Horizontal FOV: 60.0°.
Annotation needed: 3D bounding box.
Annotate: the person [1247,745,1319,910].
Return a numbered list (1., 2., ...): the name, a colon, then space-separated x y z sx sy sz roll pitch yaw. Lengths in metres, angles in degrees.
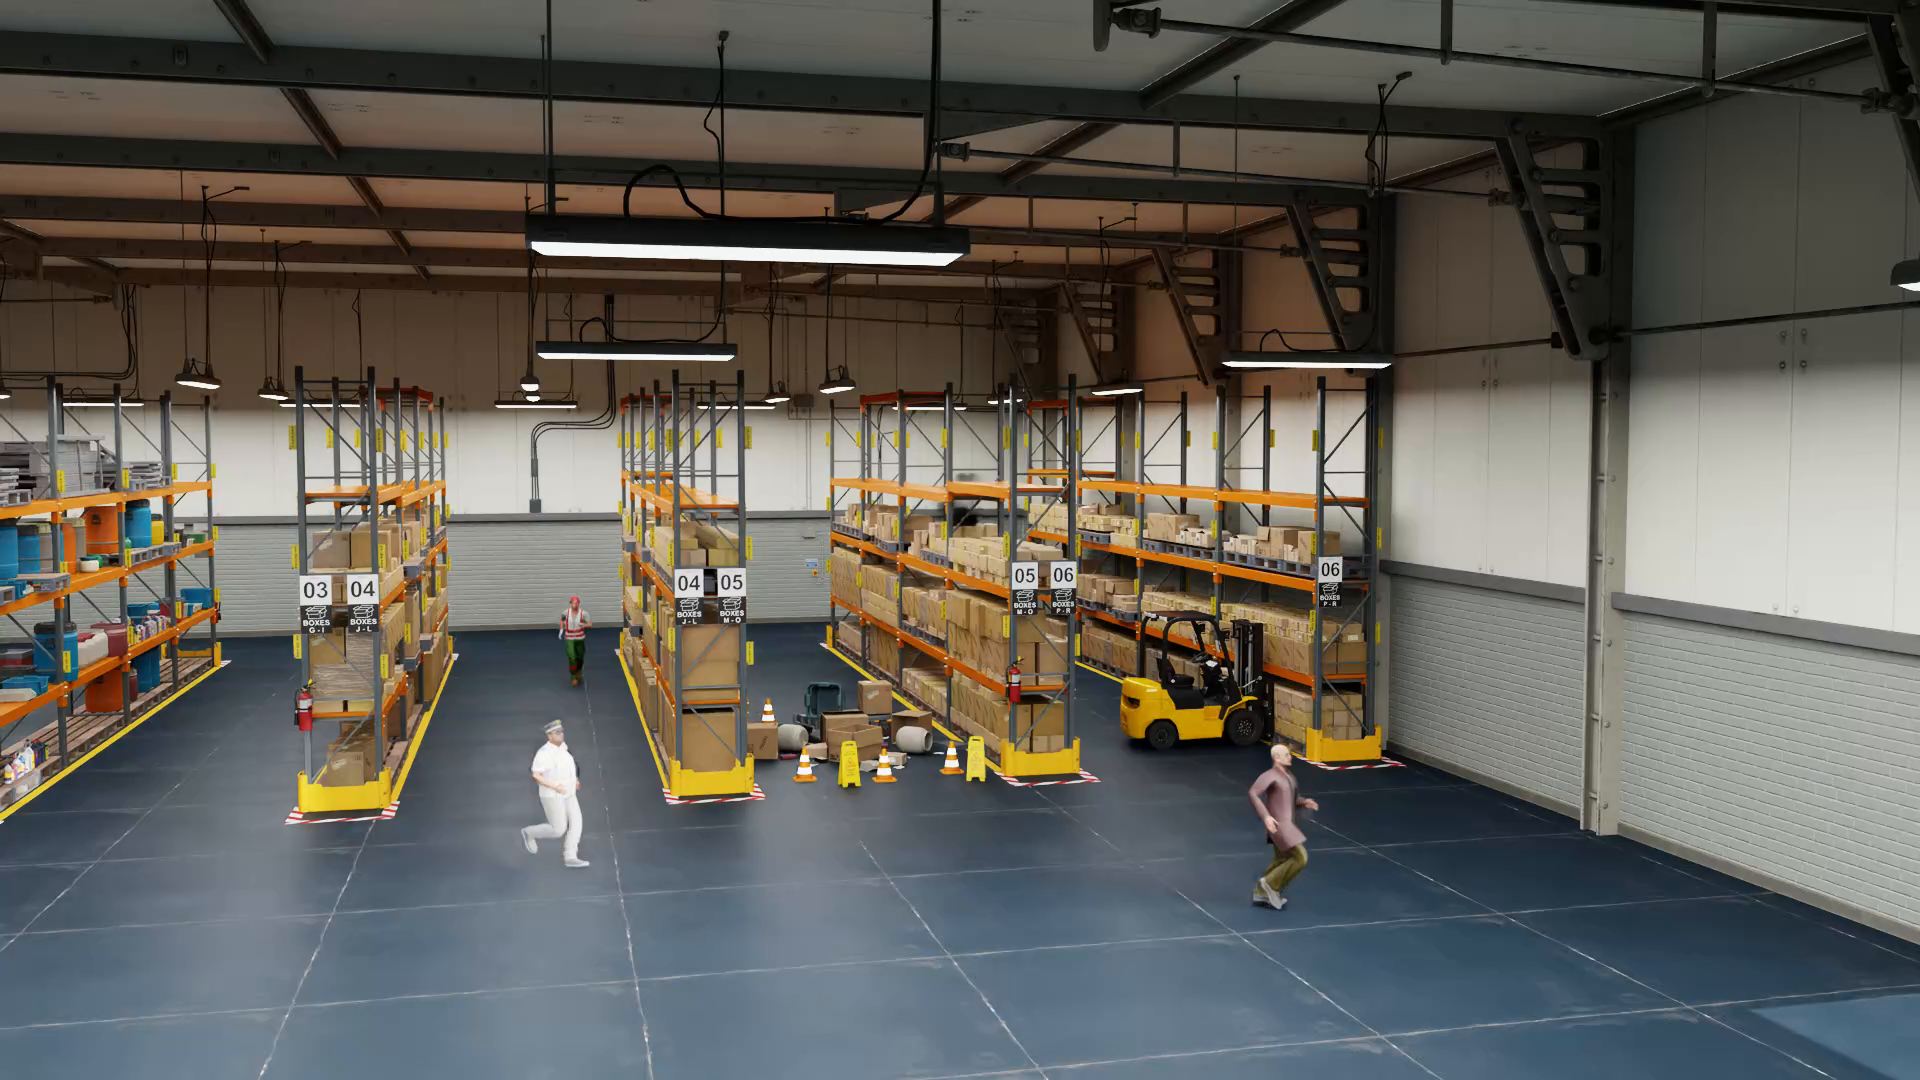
1. person: 3.462 3.058 17.731 0.712 1.747 0.685 2 4 27

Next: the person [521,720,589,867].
1. person: -4.728 2.972 19.558 0.835 1.742 0.677 1 4 22

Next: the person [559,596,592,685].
1. person: -7.897 2.035 34.152 0.663 1.776 1.004 -1 3 -13
